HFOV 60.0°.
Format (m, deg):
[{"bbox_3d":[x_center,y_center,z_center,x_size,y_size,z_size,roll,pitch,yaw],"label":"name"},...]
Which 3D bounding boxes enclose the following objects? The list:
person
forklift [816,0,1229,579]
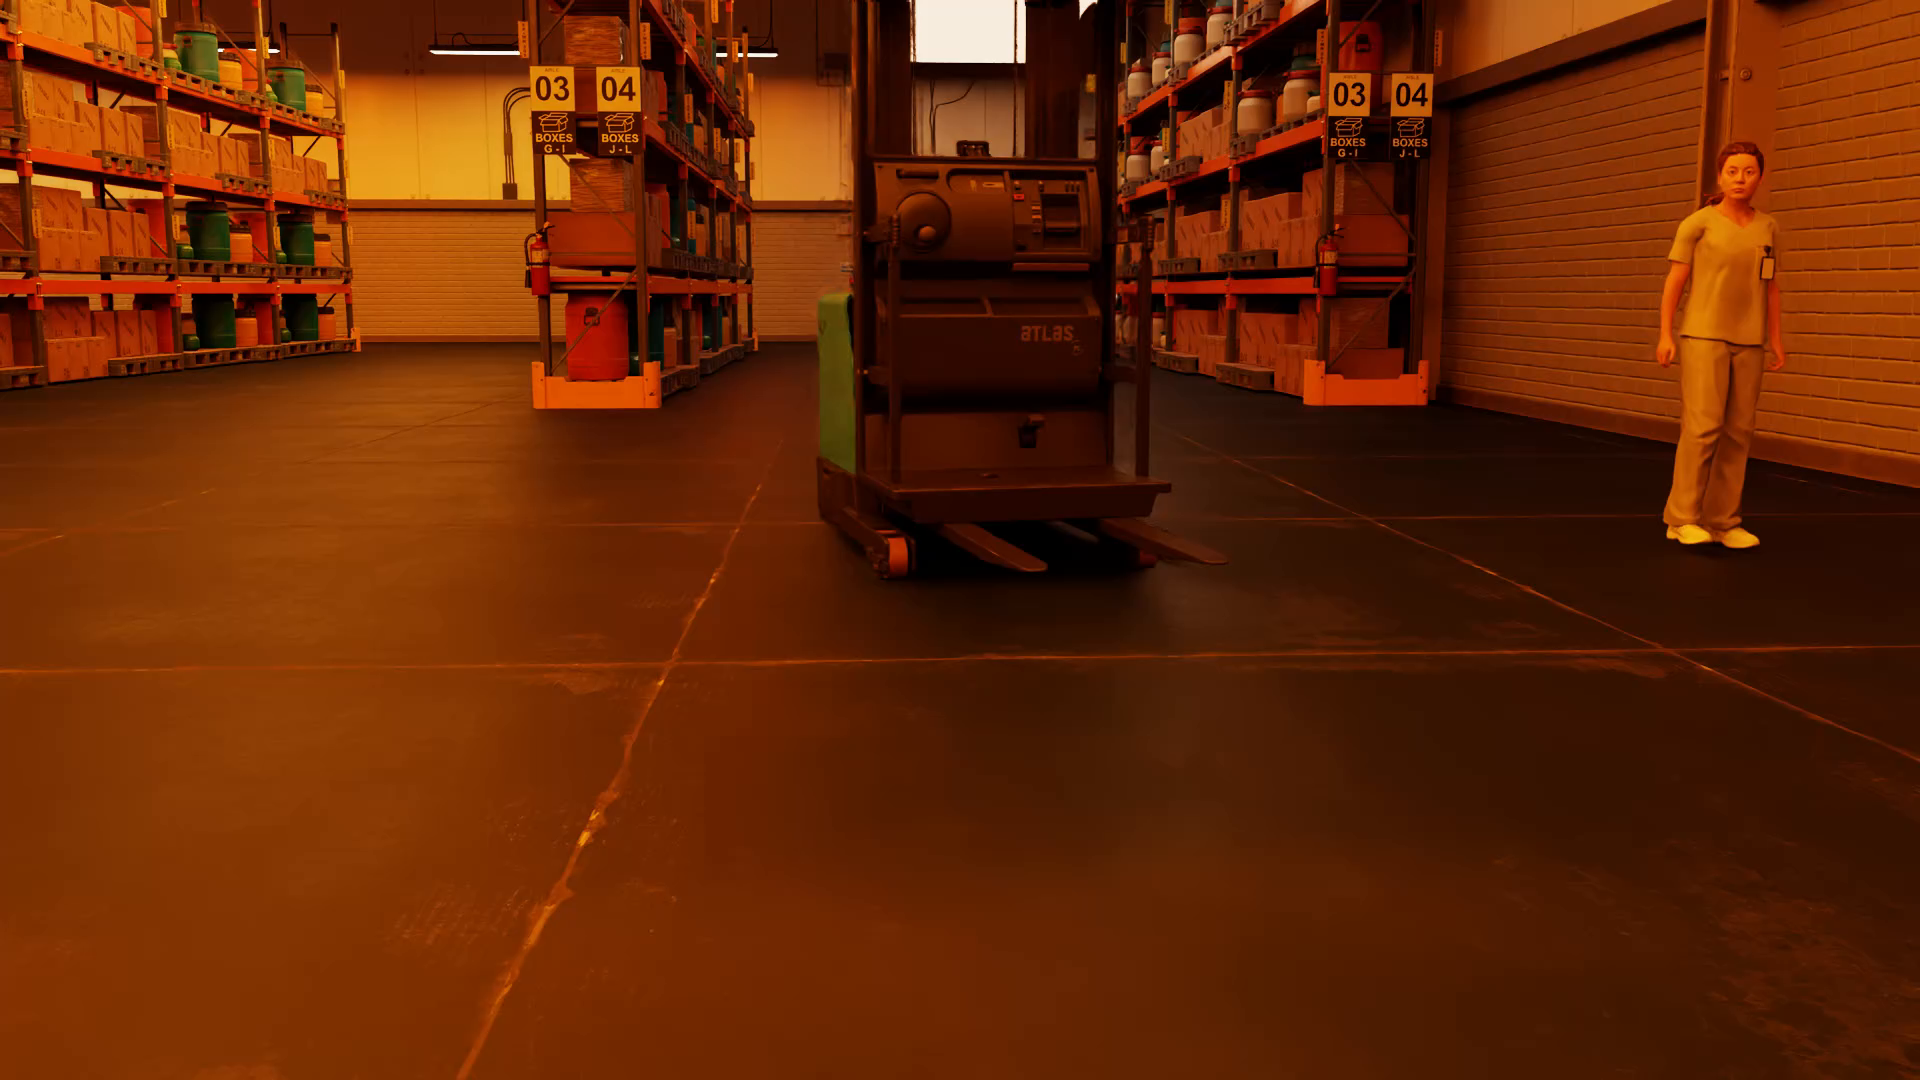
[{"bbox_3d":[3.181,-0.801,6.921,0.543,1.678,0.407,-1,8,-5],"label":"person"},{"bbox_3d":[0.169,-1.361,6.500,1.130,2.935,3.031,-2,9,-14],"label":"forklift"}]
